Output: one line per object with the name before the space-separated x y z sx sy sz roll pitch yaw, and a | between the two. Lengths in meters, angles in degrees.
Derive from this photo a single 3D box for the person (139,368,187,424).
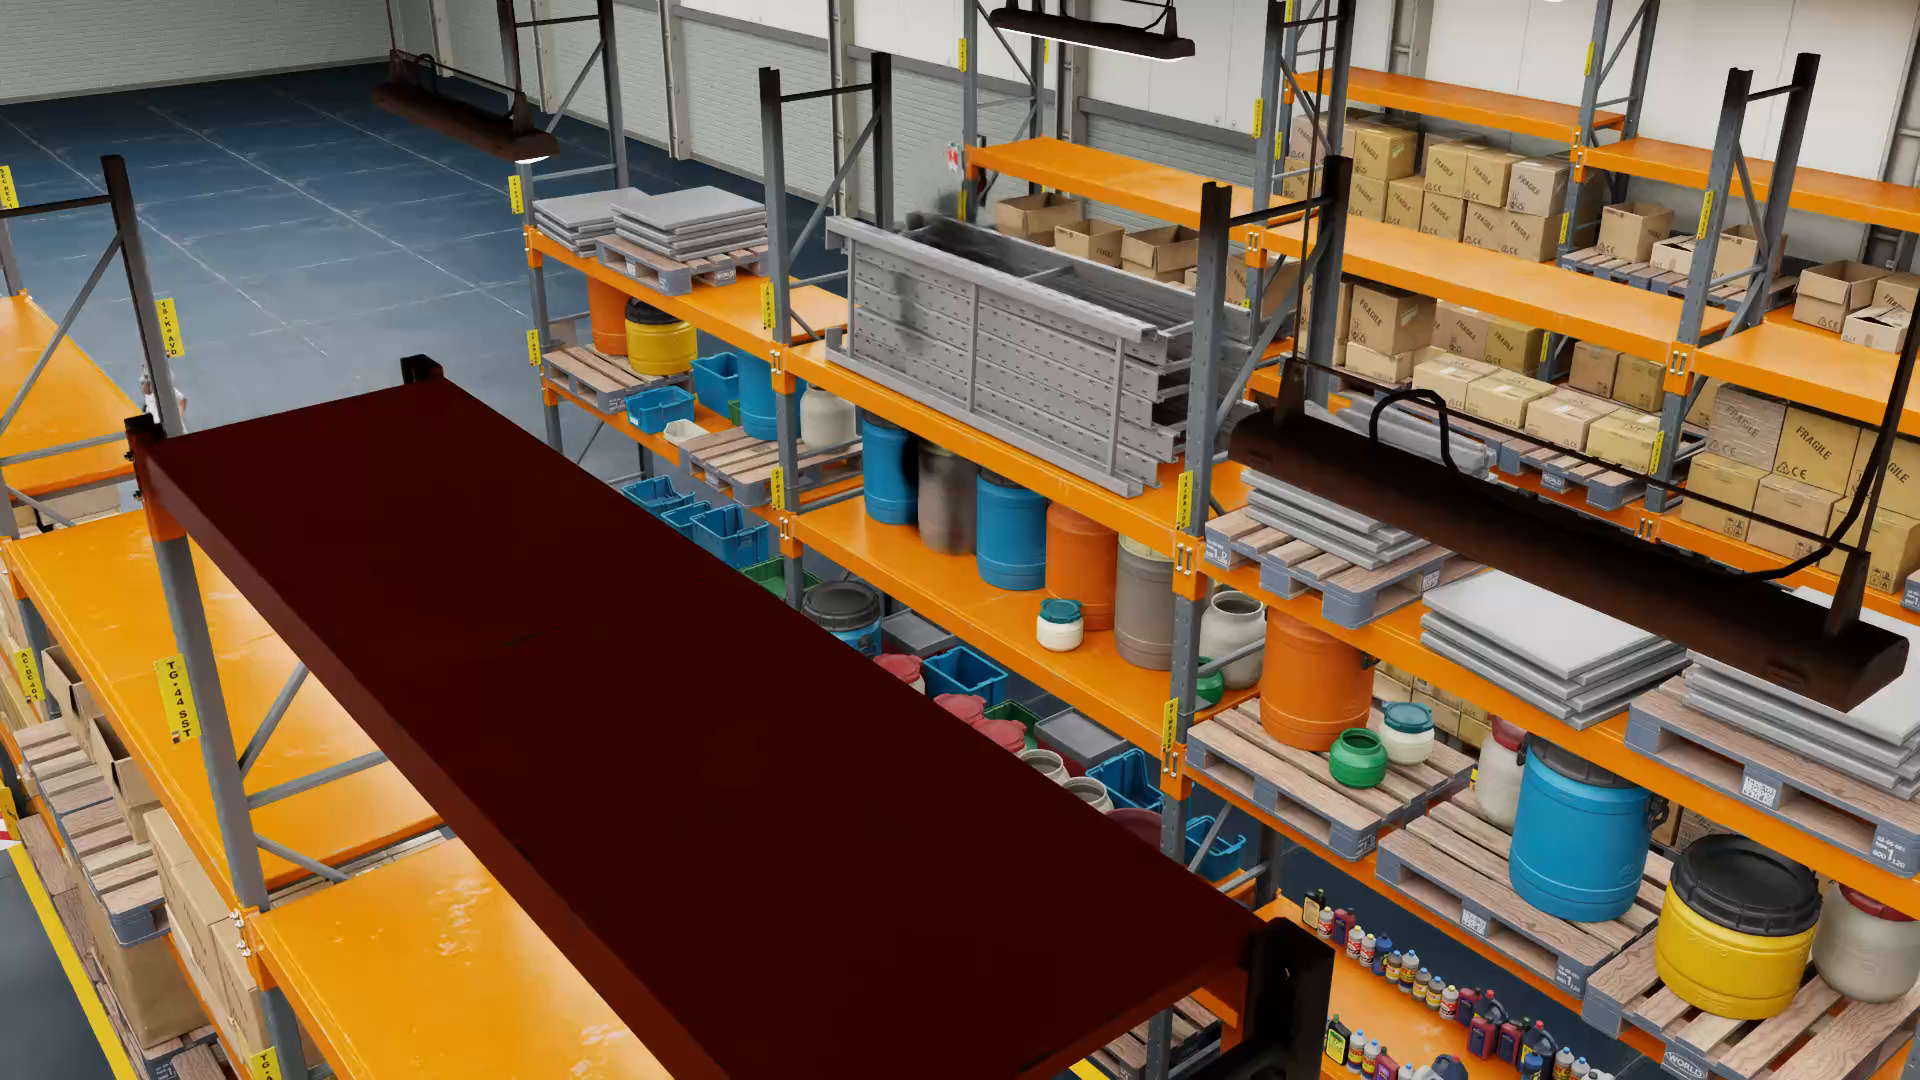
person | -8.829 -1.055 18.429 0.686 1.811 0.646 -11 28 -22
